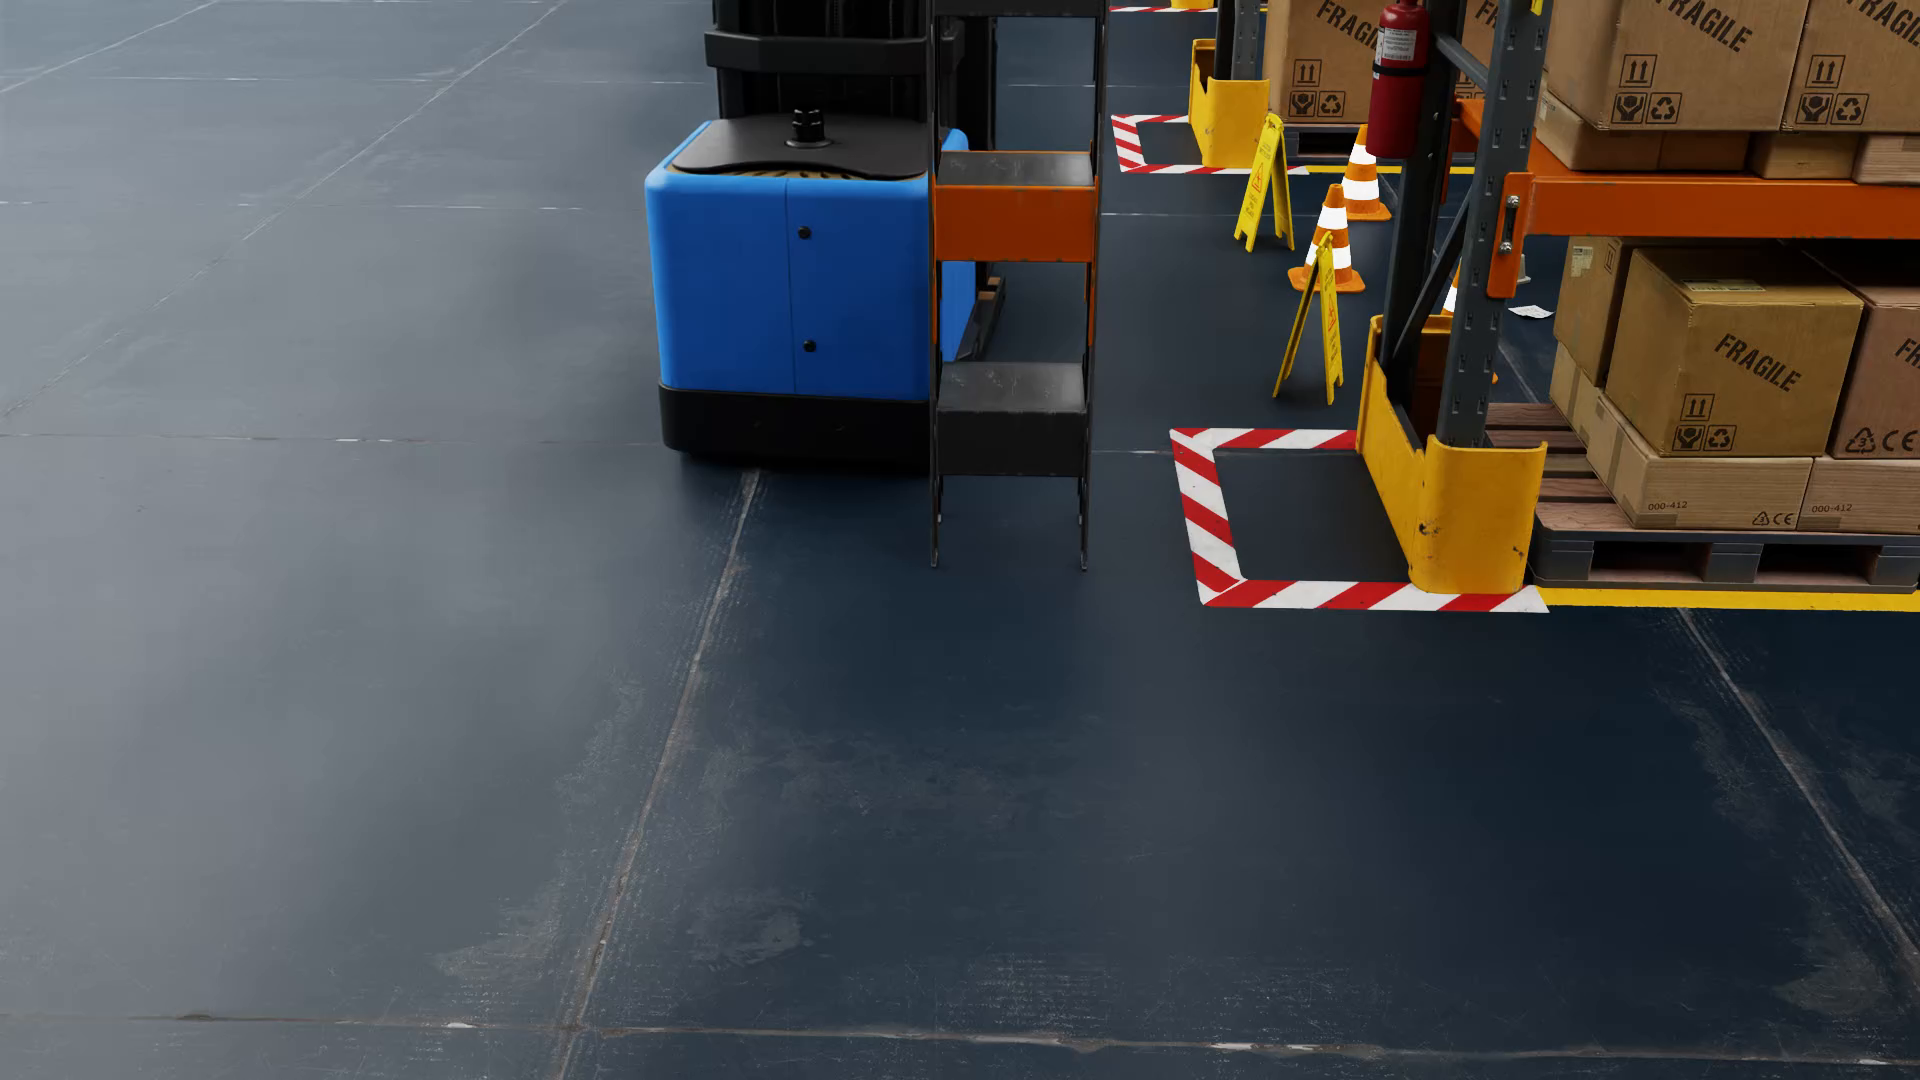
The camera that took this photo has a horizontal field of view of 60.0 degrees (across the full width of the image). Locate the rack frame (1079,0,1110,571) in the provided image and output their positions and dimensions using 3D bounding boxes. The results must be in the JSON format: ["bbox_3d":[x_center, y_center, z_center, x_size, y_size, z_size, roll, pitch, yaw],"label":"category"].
[{"bbox_3d":[0.409,-0.921,5.063,0.015,2.100,0.400,1,28,2],"label":"rack frame"}]

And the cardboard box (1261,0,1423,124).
[{"bbox_3d":[2.312,-3.014,9.871,0.875,0.875,0.875,1,28,2],"label":"cardboard box"}]

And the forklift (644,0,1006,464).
[{"bbox_3d":[-0.388,-2.229,6.644,1.130,2.935,3.031,3,28,6],"label":"forklift"}]

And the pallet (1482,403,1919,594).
[{"bbox_3d":[2.445,-0.166,5.654,1.213,0.211,1.003,1,28,2],"label":"pallet"}]

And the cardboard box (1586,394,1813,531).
[{"bbox_3d":[2.355,-0.257,5.337,0.500,0.250,0.500,1,28,1],"label":"cardboard box"}]

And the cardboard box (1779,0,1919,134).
[{"bbox_3d":[2.540,-1.460,4.694,0.500,0.500,0.500,2,28,3],"label":"cardboard box"}]

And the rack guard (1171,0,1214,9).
[{"bbox_3d":[1.984,-4.962,14.394,0.348,0.500,1.175,1,28,2],"label":"rack guard"}]

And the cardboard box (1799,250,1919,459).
[{"bbox_3d":[2.901,-0.581,5.148,0.500,0.500,0.500,0,28,0],"label":"cardboard box"}]

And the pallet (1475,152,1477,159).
[{"bbox_3d":[3.650,-2.517,10.091,1.213,0.211,1.003,1,28,2],"label":"pallet"}]

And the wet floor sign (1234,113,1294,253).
[{"bbox_3d":[1.533,-1.781,8.238,0.232,0.644,0.267,-4,28,-7],"label":"wet floor sign"}]

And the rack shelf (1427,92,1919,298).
[{"bbox_3d":[3.557,-1.078,5.166,4.000,0.370,1.077,1,28,2],"label":"rack shelf"}]

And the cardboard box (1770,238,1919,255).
[{"bbox_3d":[2.890,-0.833,5.622,0.500,0.500,0.500,2,28,4],"label":"cardboard box"}]

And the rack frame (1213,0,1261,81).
[{"bbox_3d":[1.632,-3.747,9.434,0.127,3.000,1.000,1,28,2],"label":"rack frame"}]

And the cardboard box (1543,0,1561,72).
[{"bbox_3d":[2.111,-1.724,5.194,0.500,0.500,0.500,0,28,1],"label":"cardboard box"}]

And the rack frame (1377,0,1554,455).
[{"bbox_3d":[1.558,-1.429,5.060,0.127,3.000,1.000,1,28,2],"label":"rack frame"}]

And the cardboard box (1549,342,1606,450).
[{"bbox_3d":[2.400,-0.512,5.818,0.500,0.250,0.500,1,28,2],"label":"cardboard box"}]

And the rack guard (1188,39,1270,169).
[{"bbox_3d":[1.608,-2.643,10.020,0.348,0.500,1.175,1,28,2],"label":"rack guard"}]

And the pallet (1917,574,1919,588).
[{"bbox_3d":[3.661,-0.144,5.614,1.213,0.211,1.003,1,28,2],"label":"pallet"}]

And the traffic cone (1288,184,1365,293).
[{"bbox_3d":[1.733,-1.430,7.771,0.334,0.463,0.336,1,28,2],"label":"traffic cone"}]

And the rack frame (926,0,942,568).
[{"bbox_3d":[-0.078,-0.929,5.078,0.015,2.100,0.400,1,28,2],"label":"rack frame"}]

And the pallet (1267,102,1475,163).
[{"bbox_3d":[2.434,-2.539,10.131,1.213,0.211,1.003,1,28,2],"label":"pallet"}]

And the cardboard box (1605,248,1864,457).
[{"bbox_3d":[2.379,-0.588,5.161,0.500,0.500,0.500,0,28,0],"label":"cardboard box"}]

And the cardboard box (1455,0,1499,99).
[{"bbox_3d":[3.192,-3.000,9.845,0.875,0.875,0.875,1,28,1],"label":"cardboard box"}]

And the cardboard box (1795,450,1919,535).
[{"bbox_3d":[2.865,-0.245,5.314,0.500,0.250,0.500,2,28,4],"label":"cardboard box"}]

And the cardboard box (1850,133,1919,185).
[{"bbox_3d":[2.658,-1.150,4.802,0.250,0.149,0.380,1,28,3],"label":"cardboard box"}]

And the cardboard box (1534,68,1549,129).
[{"bbox_3d":[1.940,-1.412,5.296,0.250,0.149,0.380,2,28,4],"label":"cardboard box"}]

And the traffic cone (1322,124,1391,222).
[{"bbox_3d":[2.113,-1.953,8.758,0.334,0.463,0.336,1,28,2],"label":"traffic cone"}]

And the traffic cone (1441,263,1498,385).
[{"bbox_3d":[2.034,-0.905,6.780,0.334,0.463,0.336,1,28,2],"label":"traffic cone"}]

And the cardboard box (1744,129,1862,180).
[{"bbox_3d":[2.406,-1.175,4.850,0.250,0.149,0.380,0,28,0],"label":"cardboard box"}]

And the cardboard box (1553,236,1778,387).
[{"bbox_3d":[2.368,-0.840,5.636,0.500,0.500,0.500,1,28,2],"label":"cardboard box"}]

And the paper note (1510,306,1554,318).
[{"bbox_3d":[2.573,-1.033,7.484,0.142,0.019,0.148,-9,29,-16],"label":"paper note"}]

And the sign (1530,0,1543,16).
[{"bbox_3d":[1.539,-1.557,4.378,0.005,0.325,0.100,1,28,2],"label":"sign"}]

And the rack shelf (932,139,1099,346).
[{"bbox_3d":[0.165,-0.913,5.077,0.480,0.518,0.431,1,28,2],"label":"rack shelf"}]

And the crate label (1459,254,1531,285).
[{"bbox_3d":[2.521,-1.302,7.877,0.298,0.136,0.250,-14,31,-24],"label":"crate label"}]

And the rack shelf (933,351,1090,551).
[{"bbox_3d":[0.165,-0.294,5.405,0.480,0.518,0.431,1,28,2],"label":"rack shelf"}]

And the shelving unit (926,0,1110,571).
[{"bbox_3d":[0.165,-0.925,5.071,0.503,2.100,0.431,1,28,2],"label":"shelving unit"}]

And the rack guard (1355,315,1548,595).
[{"bbox_3d":[1.634,-0.323,5.643,0.348,0.500,1.175,1,28,2],"label":"rack guard"}]

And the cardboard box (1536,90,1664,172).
[{"bbox_3d":[1.891,-1.215,4.926,0.250,0.149,0.380,1,28,2],"label":"cardboard box"}]

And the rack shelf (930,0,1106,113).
[{"bbox_3d":[0.165,-1.531,4.749,0.480,0.518,0.431,1,28,2],"label":"rack shelf"}]

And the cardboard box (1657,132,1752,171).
[{"bbox_3d":[2.143,-1.218,4.931,0.250,0.149,0.380,1,28,3],"label":"cardboard box"}]

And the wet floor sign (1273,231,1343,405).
[{"bbox_3d":[1.406,-0.893,6.562,0.232,0.644,0.267,11,30,19],"label":"wet floor sign"}]

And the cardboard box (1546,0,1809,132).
[{"bbox_3d":[2.022,-1.467,4.707,0.500,0.500,0.500,1,28,1],"label":"cardboard box"}]

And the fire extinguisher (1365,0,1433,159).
[{"bbox_3d":[1.460,-1.612,5.489,0.183,0.674,0.296,1,28,2],"label":"fire extinguisher"}]

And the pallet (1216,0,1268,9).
[{"bbox_3d":[2.795,-4.804,14.405,1.213,0.211,1.003,1,28,2],"label":"pallet"}]
